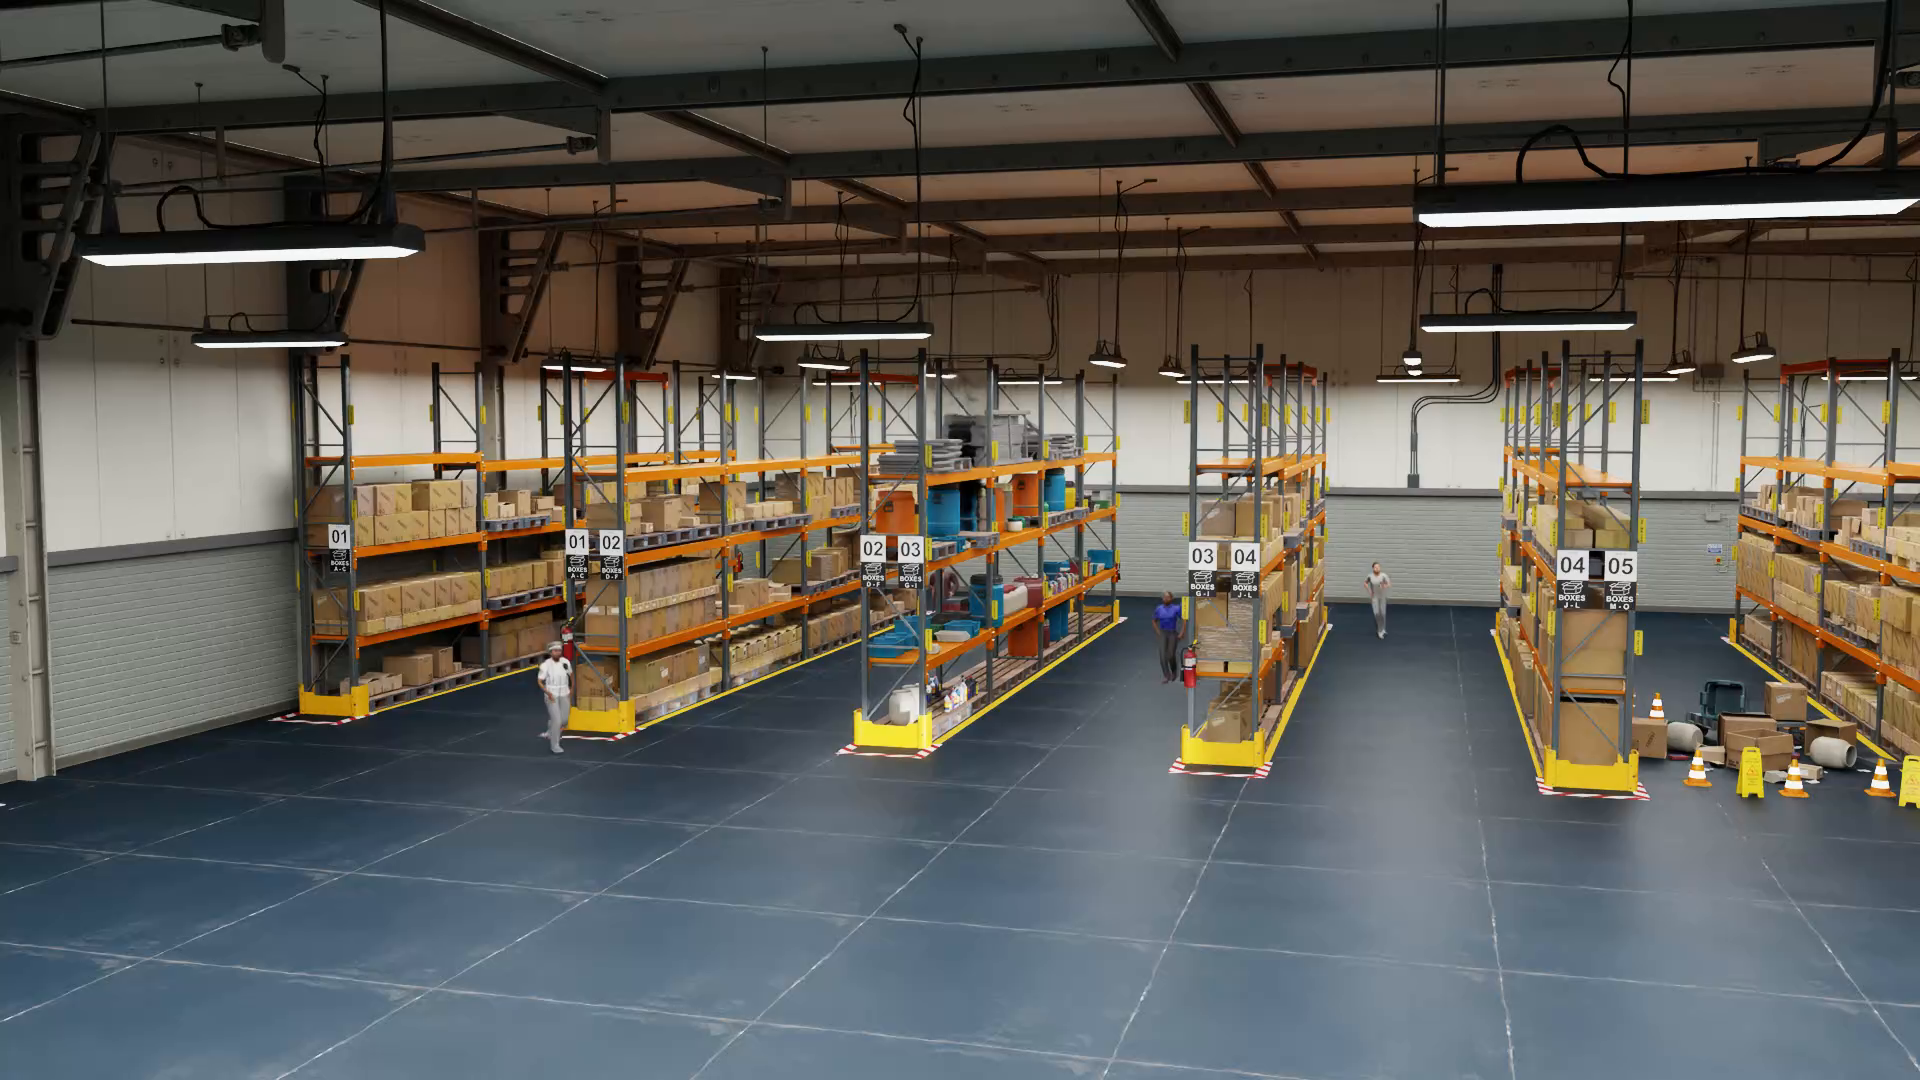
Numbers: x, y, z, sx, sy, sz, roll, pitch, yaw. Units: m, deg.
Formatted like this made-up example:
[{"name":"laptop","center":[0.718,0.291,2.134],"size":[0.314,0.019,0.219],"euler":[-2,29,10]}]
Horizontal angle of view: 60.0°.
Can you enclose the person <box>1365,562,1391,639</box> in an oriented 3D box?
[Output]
[{"name":"person","center":[9.451,1.347,37.628],"size":[0.574,1.708,0.827],"euler":[1,4,10]}]

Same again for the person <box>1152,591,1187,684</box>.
[{"name":"person","center":[3.672,1.715,29.290],"size":[0.608,1.629,0.537],"euler":[1,4,17]}]

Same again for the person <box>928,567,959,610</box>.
[{"name":"person","center":[-0.396,1.330,37.248],"size":[0.682,1.735,0.654],"euler":[1,4,8]}]

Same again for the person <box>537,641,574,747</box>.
[{"name":"person","center":[-6.012,2.286,24.791],"size":[0.593,1.596,0.560],"euler":[-3,5,-35]}]
